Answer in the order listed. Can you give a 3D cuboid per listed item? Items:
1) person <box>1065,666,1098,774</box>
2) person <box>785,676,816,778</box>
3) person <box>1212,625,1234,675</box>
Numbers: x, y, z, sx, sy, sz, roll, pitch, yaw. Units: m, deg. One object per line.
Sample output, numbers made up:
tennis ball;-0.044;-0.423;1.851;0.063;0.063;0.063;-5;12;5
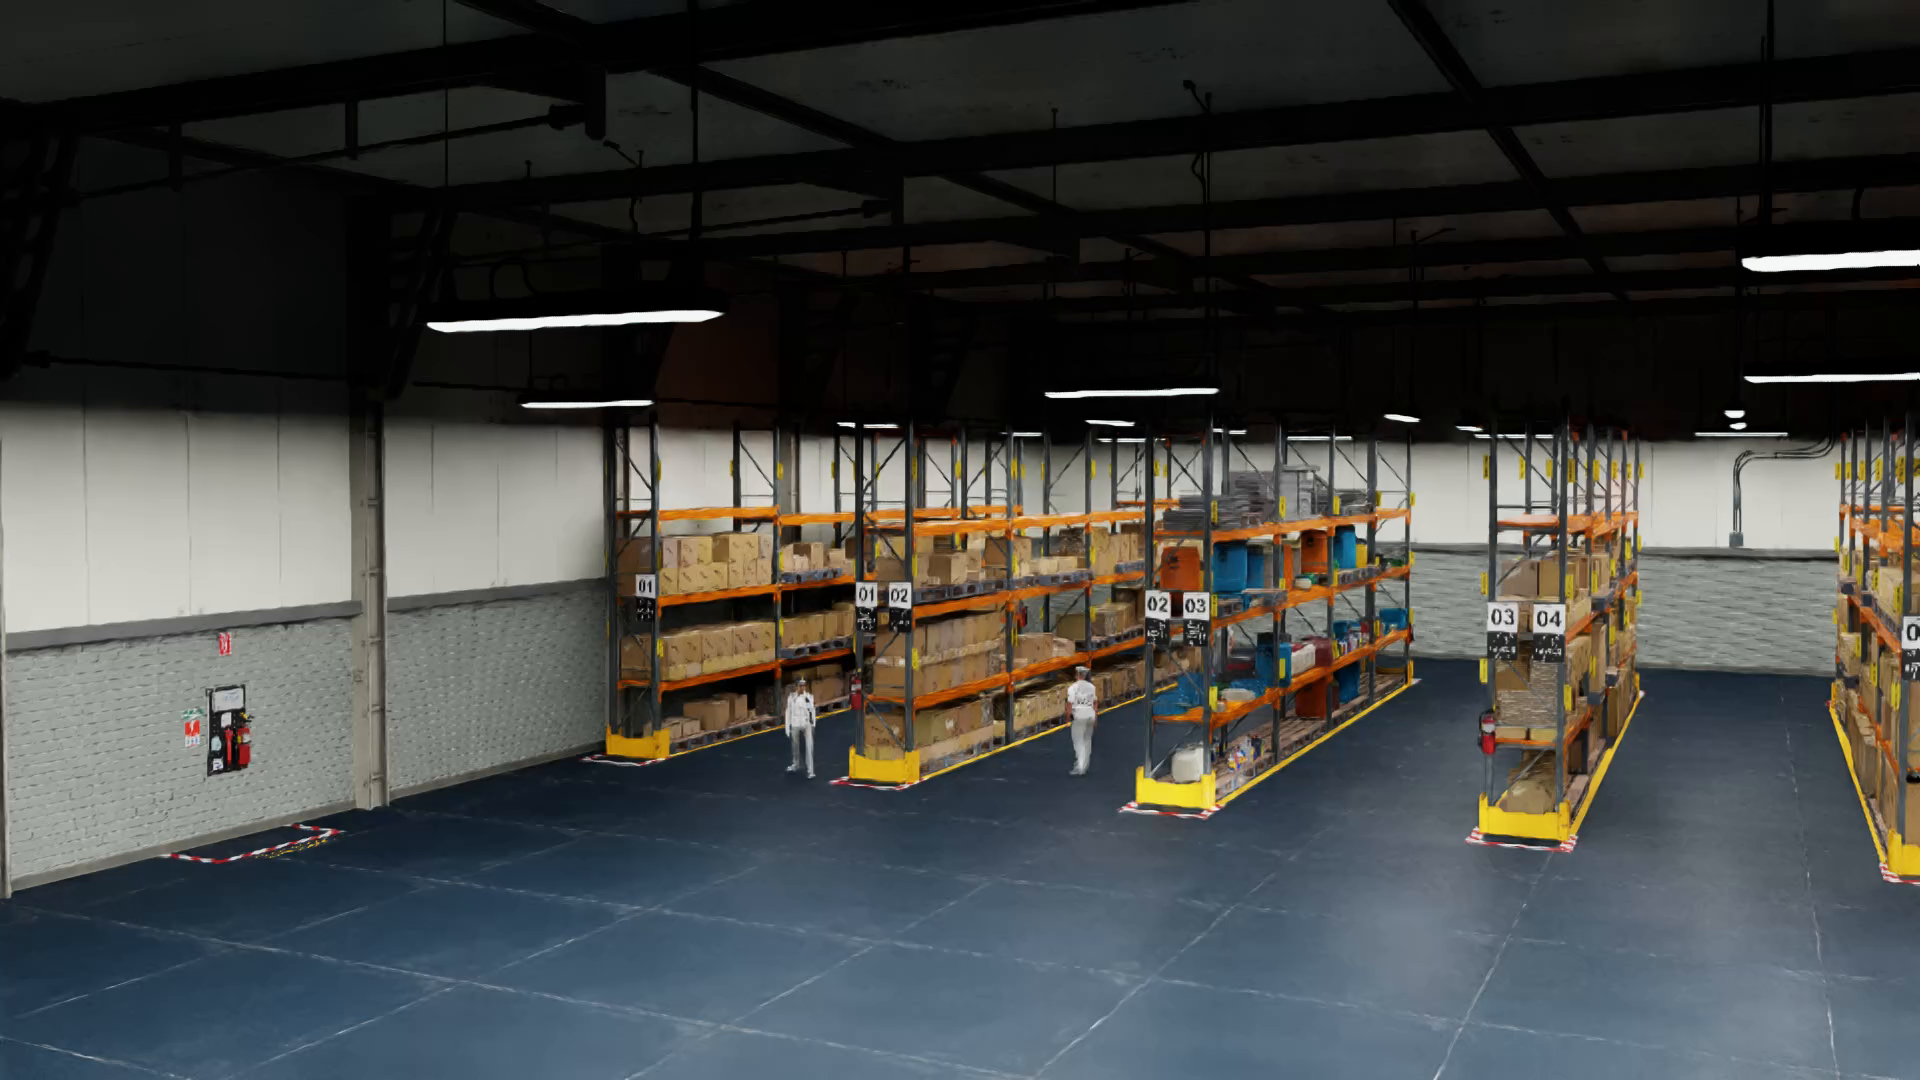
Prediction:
person;1.988;2.956;27.506;0.648;1.746;0.568;-2;3;-35
person;-2.599;3.030;27.163;0.550;1.638;0.907;0;2;1
person;6.180;2.537;39.150;0.580;1.585;0.507;1;3;23
